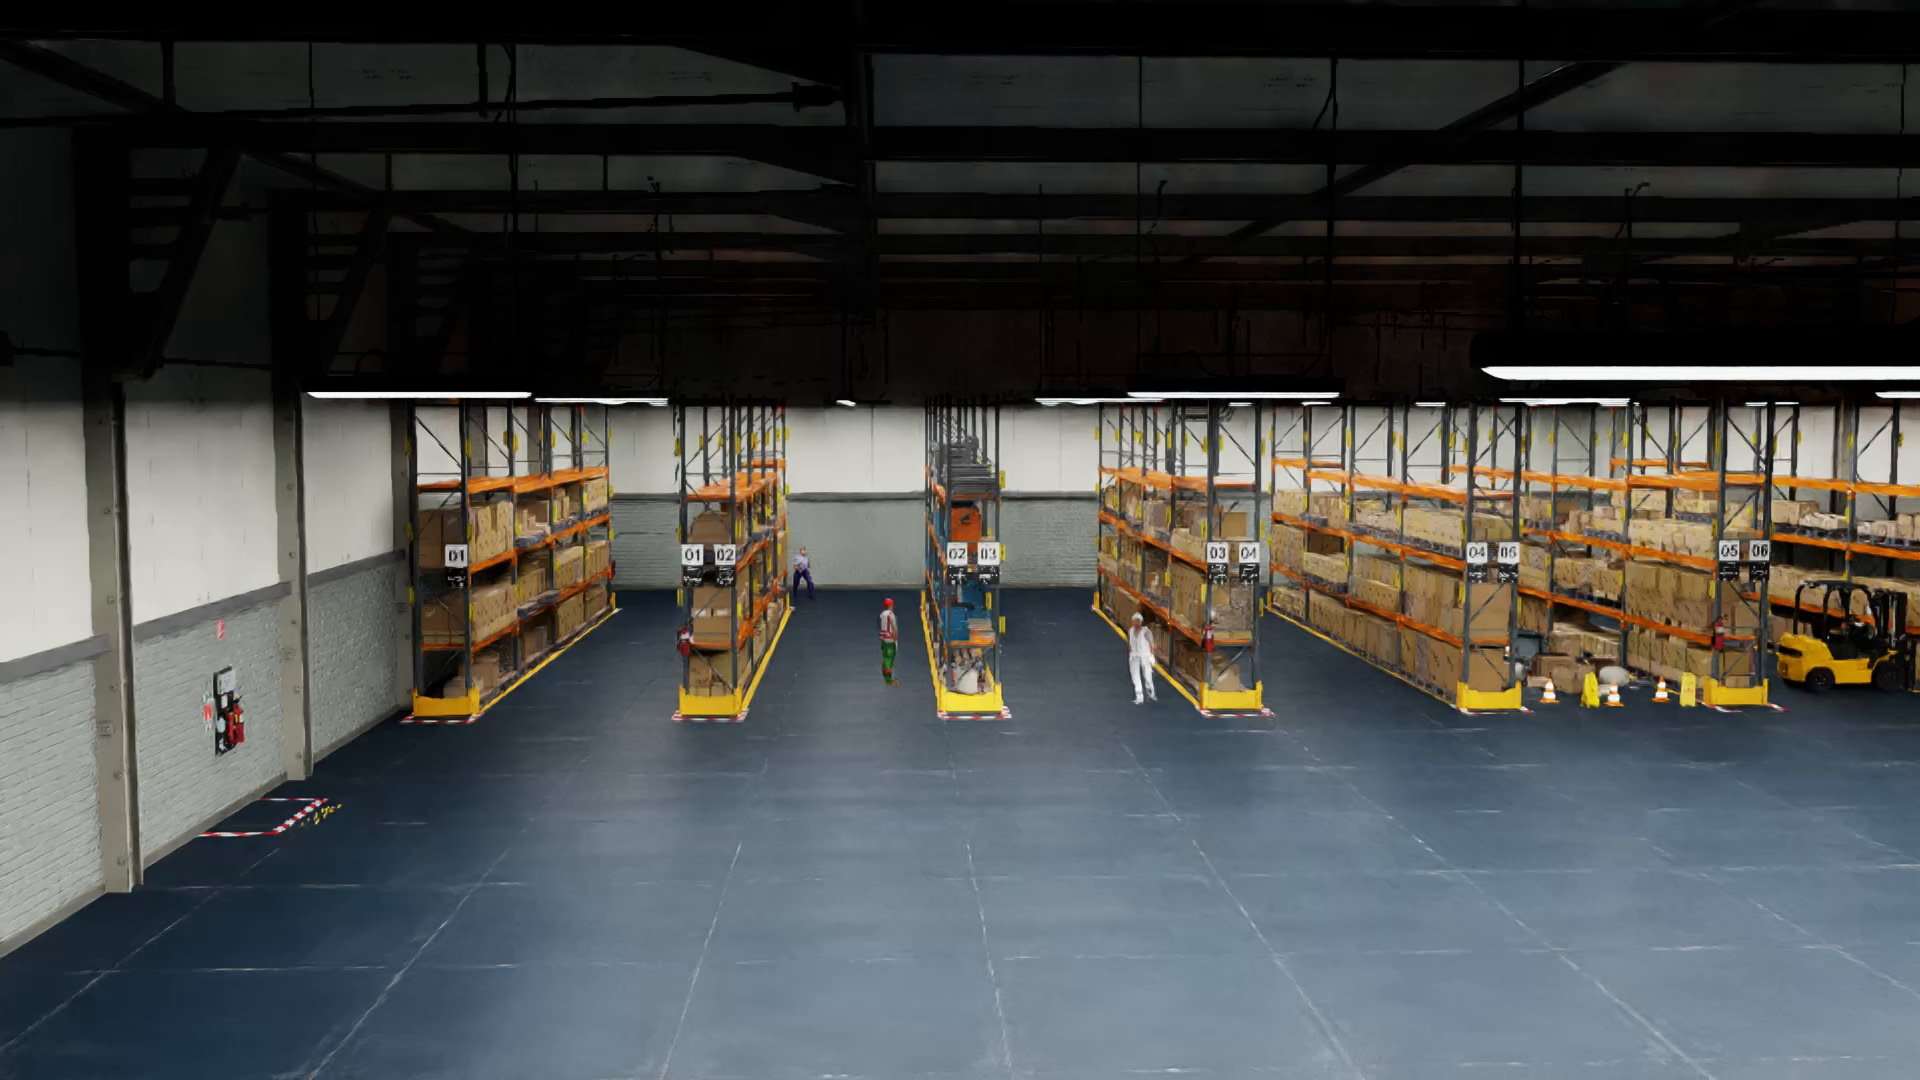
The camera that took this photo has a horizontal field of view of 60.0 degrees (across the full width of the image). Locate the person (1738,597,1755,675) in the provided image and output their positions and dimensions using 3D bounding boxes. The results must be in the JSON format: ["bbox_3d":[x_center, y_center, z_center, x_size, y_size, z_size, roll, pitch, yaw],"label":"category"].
[{"bbox_3d":[16.846,2.051,35.791,0.533,1.674,0.536,2,5,23],"label":"person"}]

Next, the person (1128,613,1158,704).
[{"bbox_3d":[3.555,2.285,32.366,0.584,1.775,0.580,3,5,33],"label":"person"}]

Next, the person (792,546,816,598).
[{"bbox_3d":[-4.745,0.970,50.175,0.655,1.564,0.824,-2,5,-19],"label":"person"}]

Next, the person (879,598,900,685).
[{"bbox_3d":[-1.440,2.086,34.495,0.442,1.787,0.600,-3,5,-34],"label":"person"}]
